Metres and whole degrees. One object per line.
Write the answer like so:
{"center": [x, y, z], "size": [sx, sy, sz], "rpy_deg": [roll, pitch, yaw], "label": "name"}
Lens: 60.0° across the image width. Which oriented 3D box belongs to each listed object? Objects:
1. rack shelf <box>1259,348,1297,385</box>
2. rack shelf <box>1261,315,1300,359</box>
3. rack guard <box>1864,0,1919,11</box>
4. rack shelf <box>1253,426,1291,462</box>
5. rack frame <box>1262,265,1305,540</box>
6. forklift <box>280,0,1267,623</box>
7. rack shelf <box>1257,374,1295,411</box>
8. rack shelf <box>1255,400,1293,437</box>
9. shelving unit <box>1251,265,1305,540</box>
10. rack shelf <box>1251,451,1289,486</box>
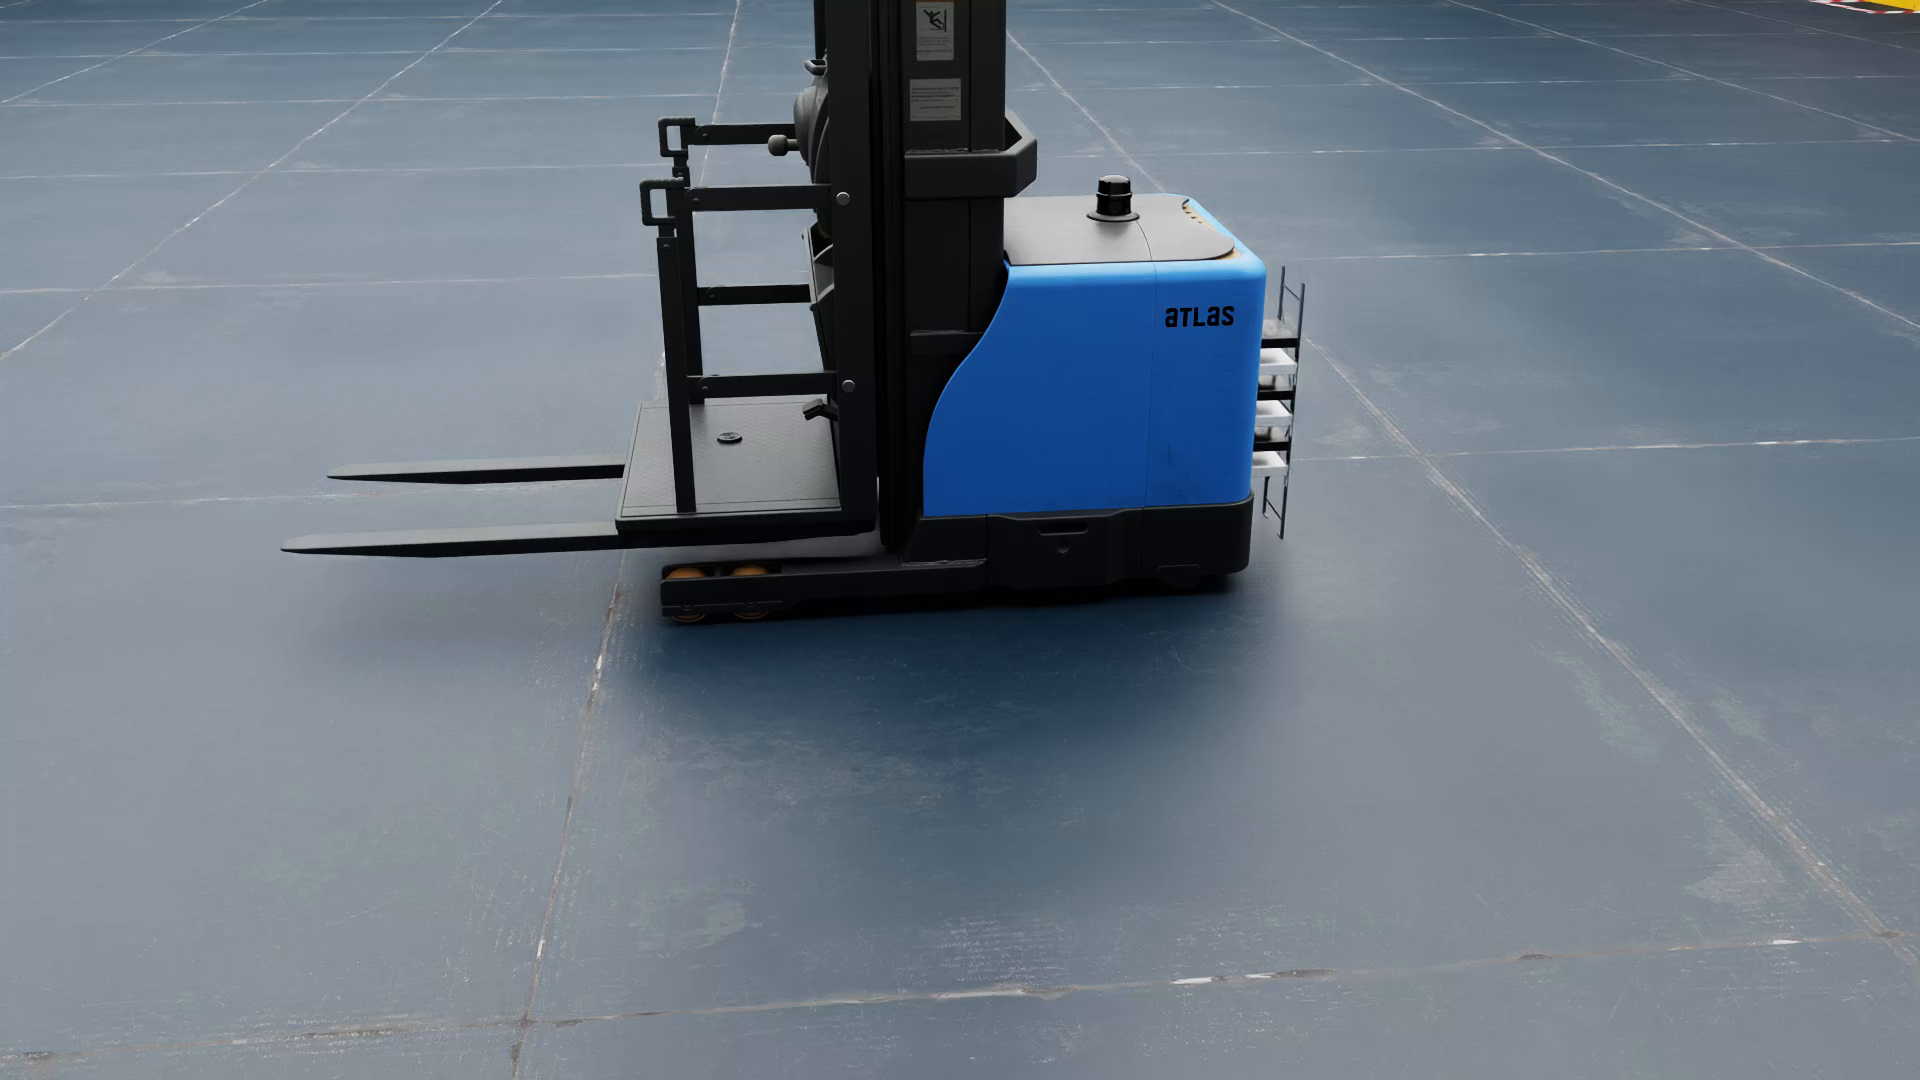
{"center": [0.994, -0.591, 5.572], "size": [0.200, 0.077, 0.258], "rpy_deg": [-3, 24, -6], "label": "rack shelf"}
{"center": [0.994, -0.673, 5.535], "size": [0.200, 0.077, 0.258], "rpy_deg": [-3, 24, -6], "label": "rack shelf"}
{"center": [11.688, -6.856, 20.521], "size": [0.348, 0.500, 1.175], "rpy_deg": [-2, 24, -5], "label": "rack guard"}
{"center": [0.994, -0.344, 5.682], "size": [0.200, 0.077, 0.258], "rpy_deg": [-3, 24, -6], "label": "rack shelf"}
{"center": [1.095, -0.461, 5.642], "size": [0.006, 0.900, 0.240], "rpy_deg": [-3, 24, -6], "label": "rack frame"}
{"center": [-0.619, -1.311, 5.052], "size": [3.031, 2.935, 1.130], "rpy_deg": [-3, 24, -6], "label": "forklift"}
{"center": [0.994, -0.509, 5.609], "size": [0.200, 0.077, 0.258], "rpy_deg": [-3, 24, -6], "label": "rack shelf"}
{"center": [0.994, -0.426, 5.645], "size": [0.200, 0.077, 0.258], "rpy_deg": [-3, 24, -6], "label": "rack shelf"}
{"center": [0.994, -0.457, 5.632], "size": [0.210, 0.900, 0.258], "rpy_deg": [-3, 24, -6], "label": "shelving unit"}
{"center": [0.994, -0.262, 5.718], "size": [0.200, 0.077, 0.258], "rpy_deg": [-3, 24, -6], "label": "rack shelf"}
